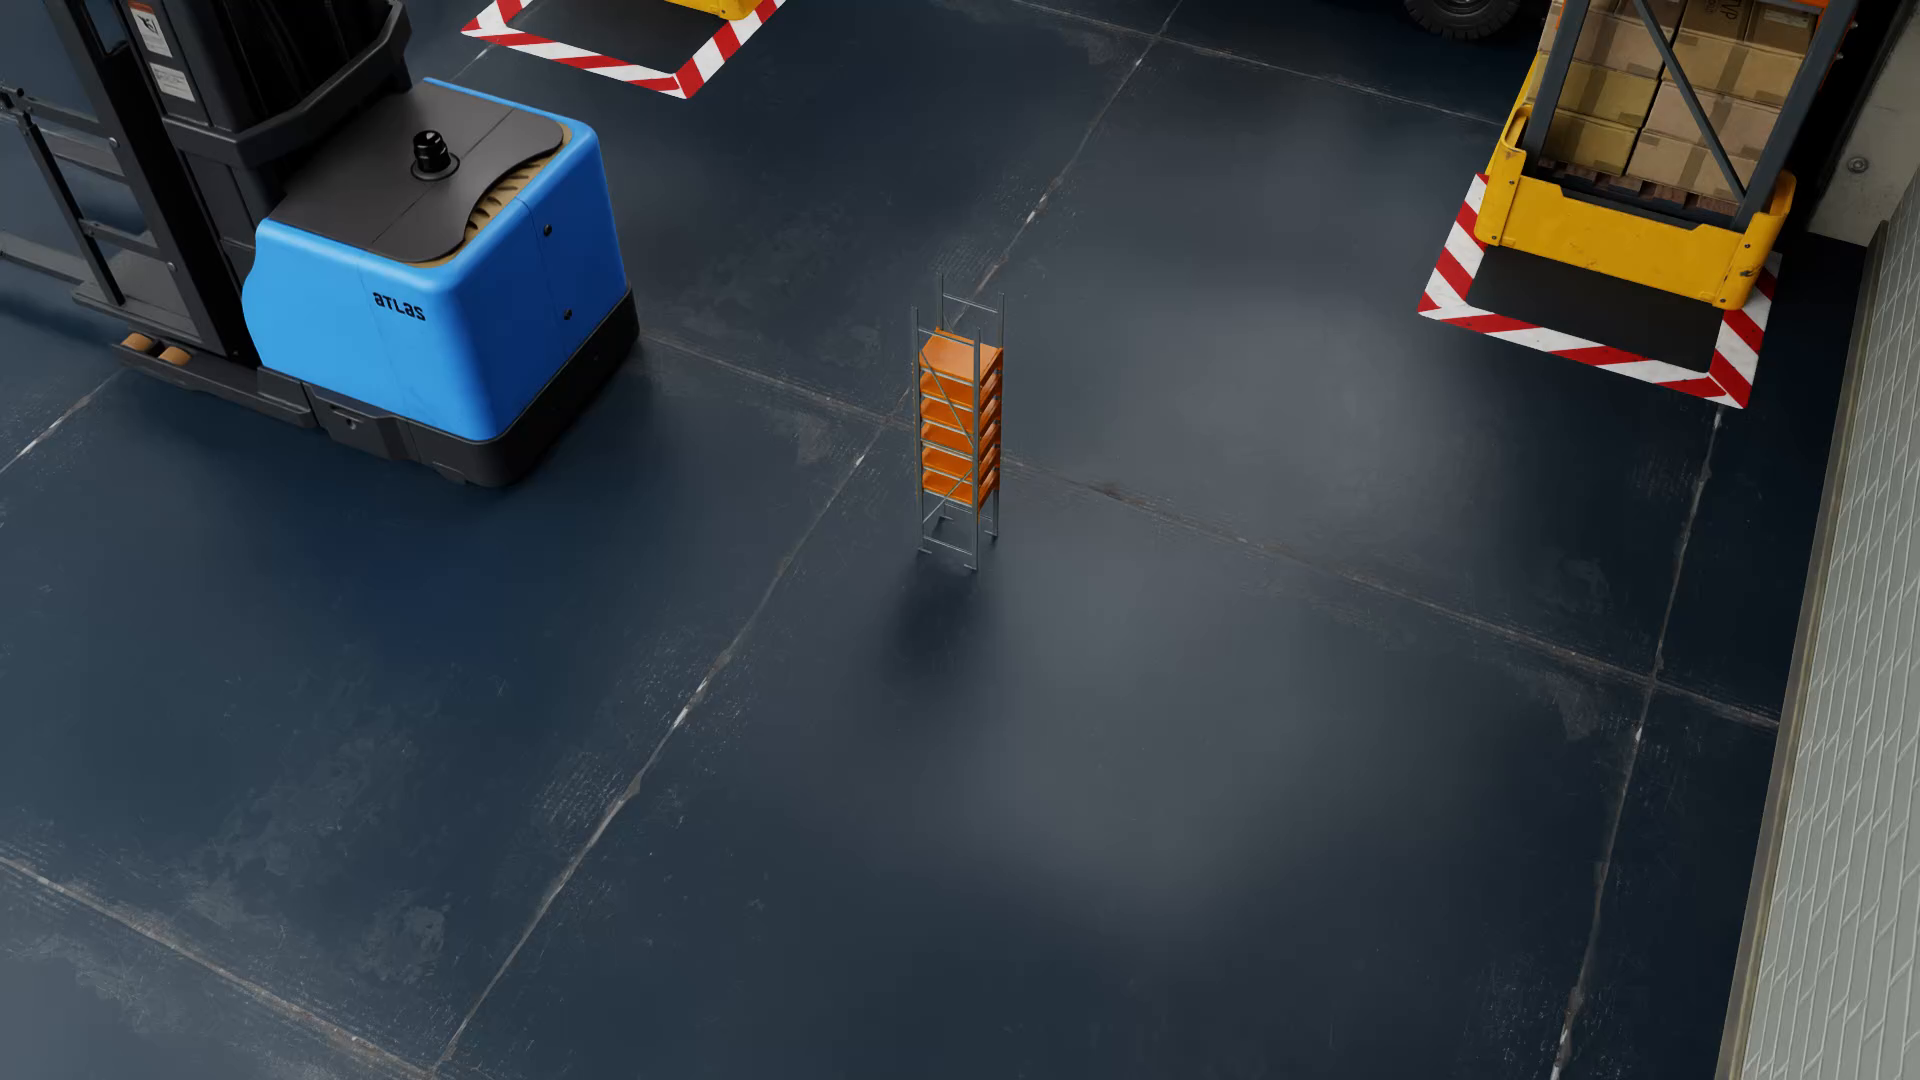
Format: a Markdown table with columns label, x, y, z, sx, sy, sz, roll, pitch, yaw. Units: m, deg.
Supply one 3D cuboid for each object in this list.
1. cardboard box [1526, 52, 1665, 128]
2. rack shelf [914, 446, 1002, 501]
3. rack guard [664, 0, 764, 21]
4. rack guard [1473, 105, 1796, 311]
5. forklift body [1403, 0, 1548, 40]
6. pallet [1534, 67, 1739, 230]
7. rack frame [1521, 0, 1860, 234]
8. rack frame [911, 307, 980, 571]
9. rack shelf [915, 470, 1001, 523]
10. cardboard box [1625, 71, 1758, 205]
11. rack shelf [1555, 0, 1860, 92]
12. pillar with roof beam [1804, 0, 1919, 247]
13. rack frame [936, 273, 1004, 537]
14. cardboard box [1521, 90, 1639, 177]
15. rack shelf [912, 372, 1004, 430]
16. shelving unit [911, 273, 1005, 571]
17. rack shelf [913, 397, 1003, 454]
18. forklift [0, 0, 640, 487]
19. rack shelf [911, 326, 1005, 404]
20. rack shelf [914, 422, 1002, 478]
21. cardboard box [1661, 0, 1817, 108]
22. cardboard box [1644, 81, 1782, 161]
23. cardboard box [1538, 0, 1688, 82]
| label | x | y | z | sx | sy | sz | roll | pitch | yaw |
| --- | --- | --- | --- | --- | --- | --- | --- | --- | --- |
| cardboard box | 2.806 | -2.101 | 7.270 | 0.500 | 0.250 | 0.500 | 19 | 52 | 16 |
| rack shelf | -0.006 | -0.272 | 5.910 | 0.258 | 0.103 | 0.180 | 20 | 52 | 16 |
| rack guard | -1.577 | -3.112 | 8.570 | 1.175 | 0.500 | 0.348 | 20 | 52 | 16 |
| rack guard | 2.870 | -1.431 | 7.139 | 1.175 | 0.500 | 0.348 | 20 | 52 | 16 |
| forklift body | 2.041 | -3.882 | 8.141 | 2.313 | 2.155 | 1.214 | 20 | 52 | 16 |
| pallet | 3.169 | -1.894 | 7.723 | 1.003 | 0.211 | 1.213 | 20 | 52 | 16 |
| rack frame | 2.880 | -2.257 | 6.201 | 1.000 | 3.000 | 0.127 | 20 | 52 | 16 |
| rack frame | -0.045 | -0.316 | 5.731 | 0.240 | 1.200 | 0.006 | 20 | 52 | 16 |
| rack shelf | -0.006 | -0.195 | 6.001 | 0.258 | 0.103 | 0.180 | 20 | 52 | 16 |
| cardboard box | 3.267 | -1.777 | 7.322 | 0.500 | 0.250 | 0.500 | 20 | 52 | 16 |
| rack shelf | 3.735 | -3.401 | 7.647 | 1.077 | 0.370 | 4.000 | 20 | 52 | 16 |
| pillar with roof beam | 0.100 | -5.788 | 5.267 | 9.100 | 9.000 | 0.400 | 20 | 52 | 16 |
| rack frame | 0.033 | -0.442 | 5.838 | 0.240 | 1.200 | 0.006 | 20 | 52 | 16 |
| cardboard box | 2.795 | -1.929 | 7.451 | 0.500 | 0.250 | 0.500 | 20 | 53 | 16 |
| rack shelf | -0.006 | -0.506 | 5.636 | 0.258 | 0.103 | 0.180 | 20 | 52 | 16 |
| shelving unit | -0.006 | -0.379 | 5.785 | 0.258 | 1.200 | 0.189 | 20 | 52 | 16 |
| rack shelf | -0.006 | -0.428 | 5.727 | 0.258 | 0.103 | 0.180 | 20 | 52 | 16 |
| forklift | -2.888 | -1.918 | 5.957 | 3.031 | 2.935 | 1.130 | 19 | 52 | 16 |
| rack shelf | -0.006 | -0.583 | 5.544 | 0.258 | 0.103 | 0.180 | 20 | 52 | 16 |
| rack shelf | -0.006 | -0.350 | 5.818 | 0.258 | 0.103 | 0.180 | 20 | 52 | 16 |
| cardboard box | 3.257 | -2.096 | 6.937 | 0.500 | 0.250 | 0.500 | 19 | 52 | 16 |
| cardboard box | 3.269 | -1.921 | 7.116 | 0.500 | 0.250 | 0.500 | 21 | 53 | 17 |
| cardboard box | 2.795 | -2.245 | 7.064 | 0.500 | 0.250 | 0.500 | 21 | 53 | 17 |
